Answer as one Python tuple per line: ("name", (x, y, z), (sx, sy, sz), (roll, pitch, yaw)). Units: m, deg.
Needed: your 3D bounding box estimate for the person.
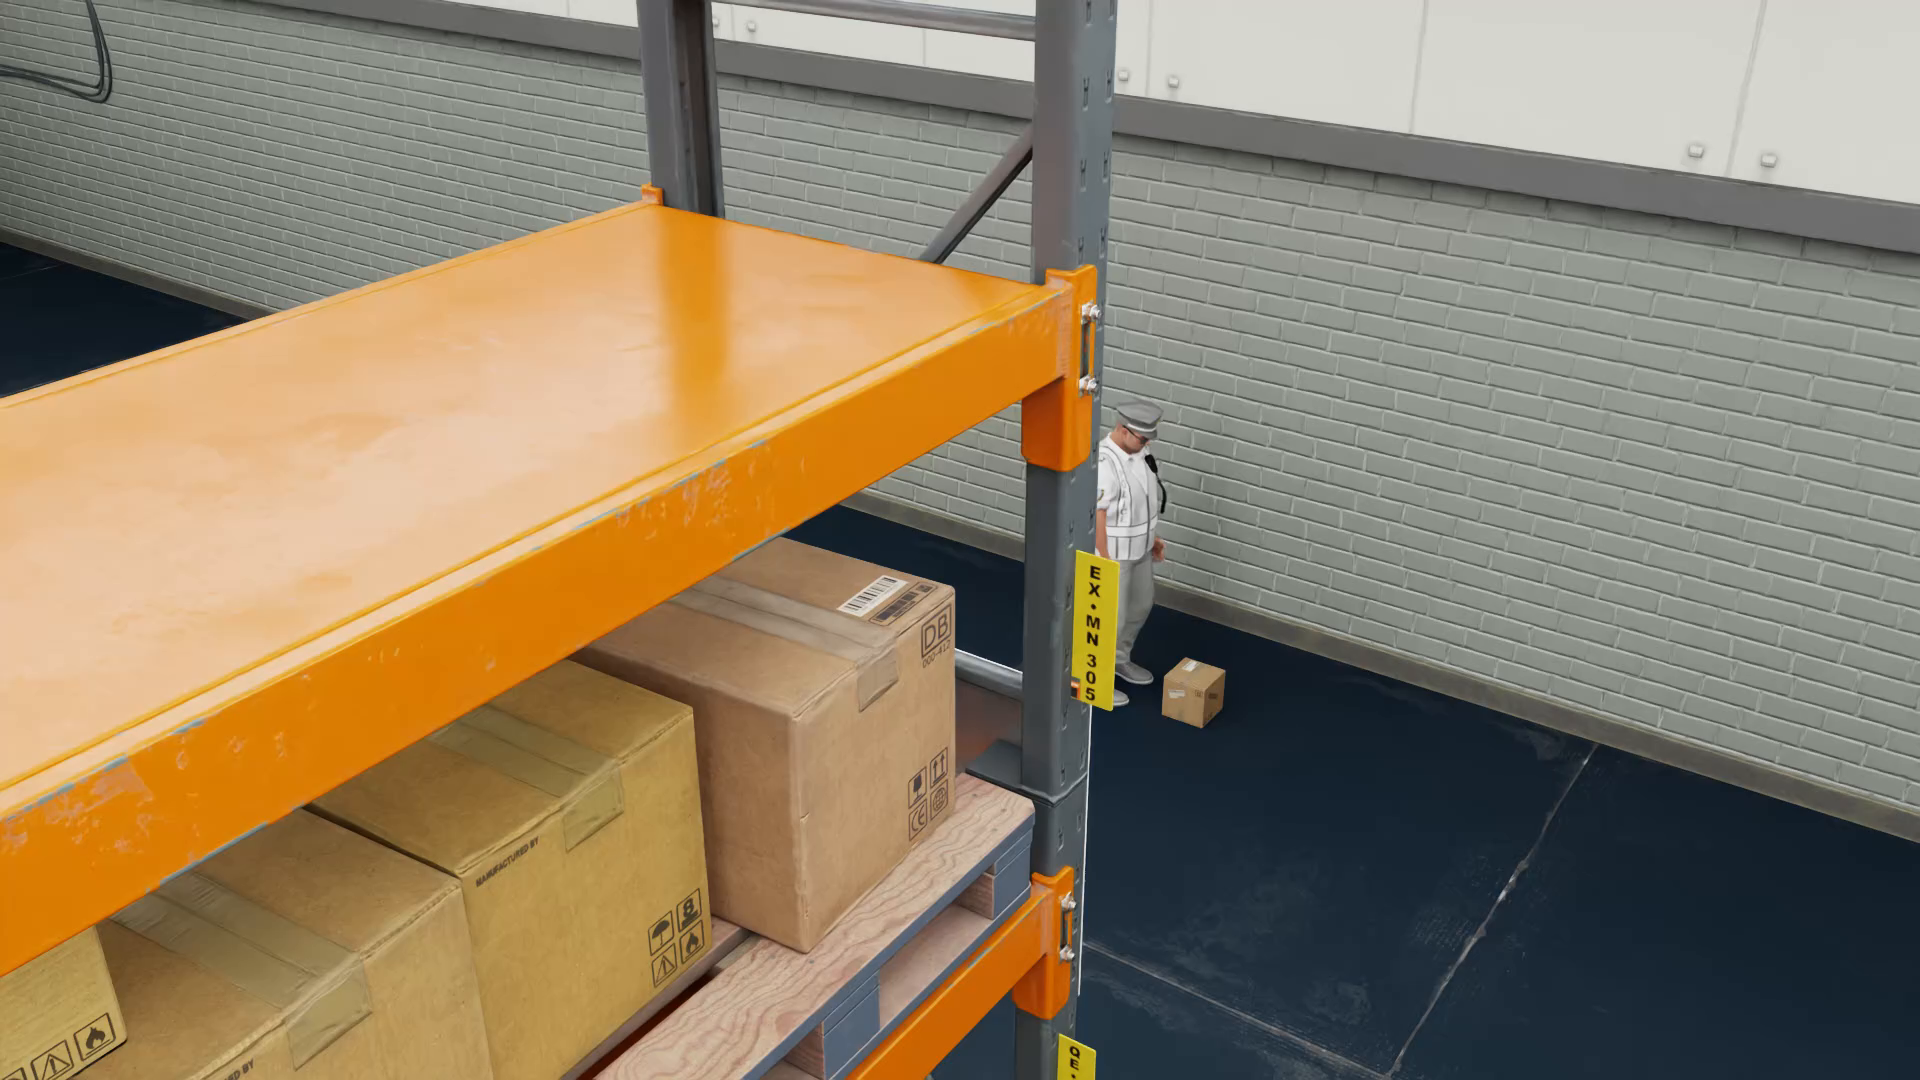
("person", (0.877, 0.043, 9.108), (0.392, 1.733, 0.538), (18, 32, 31))
